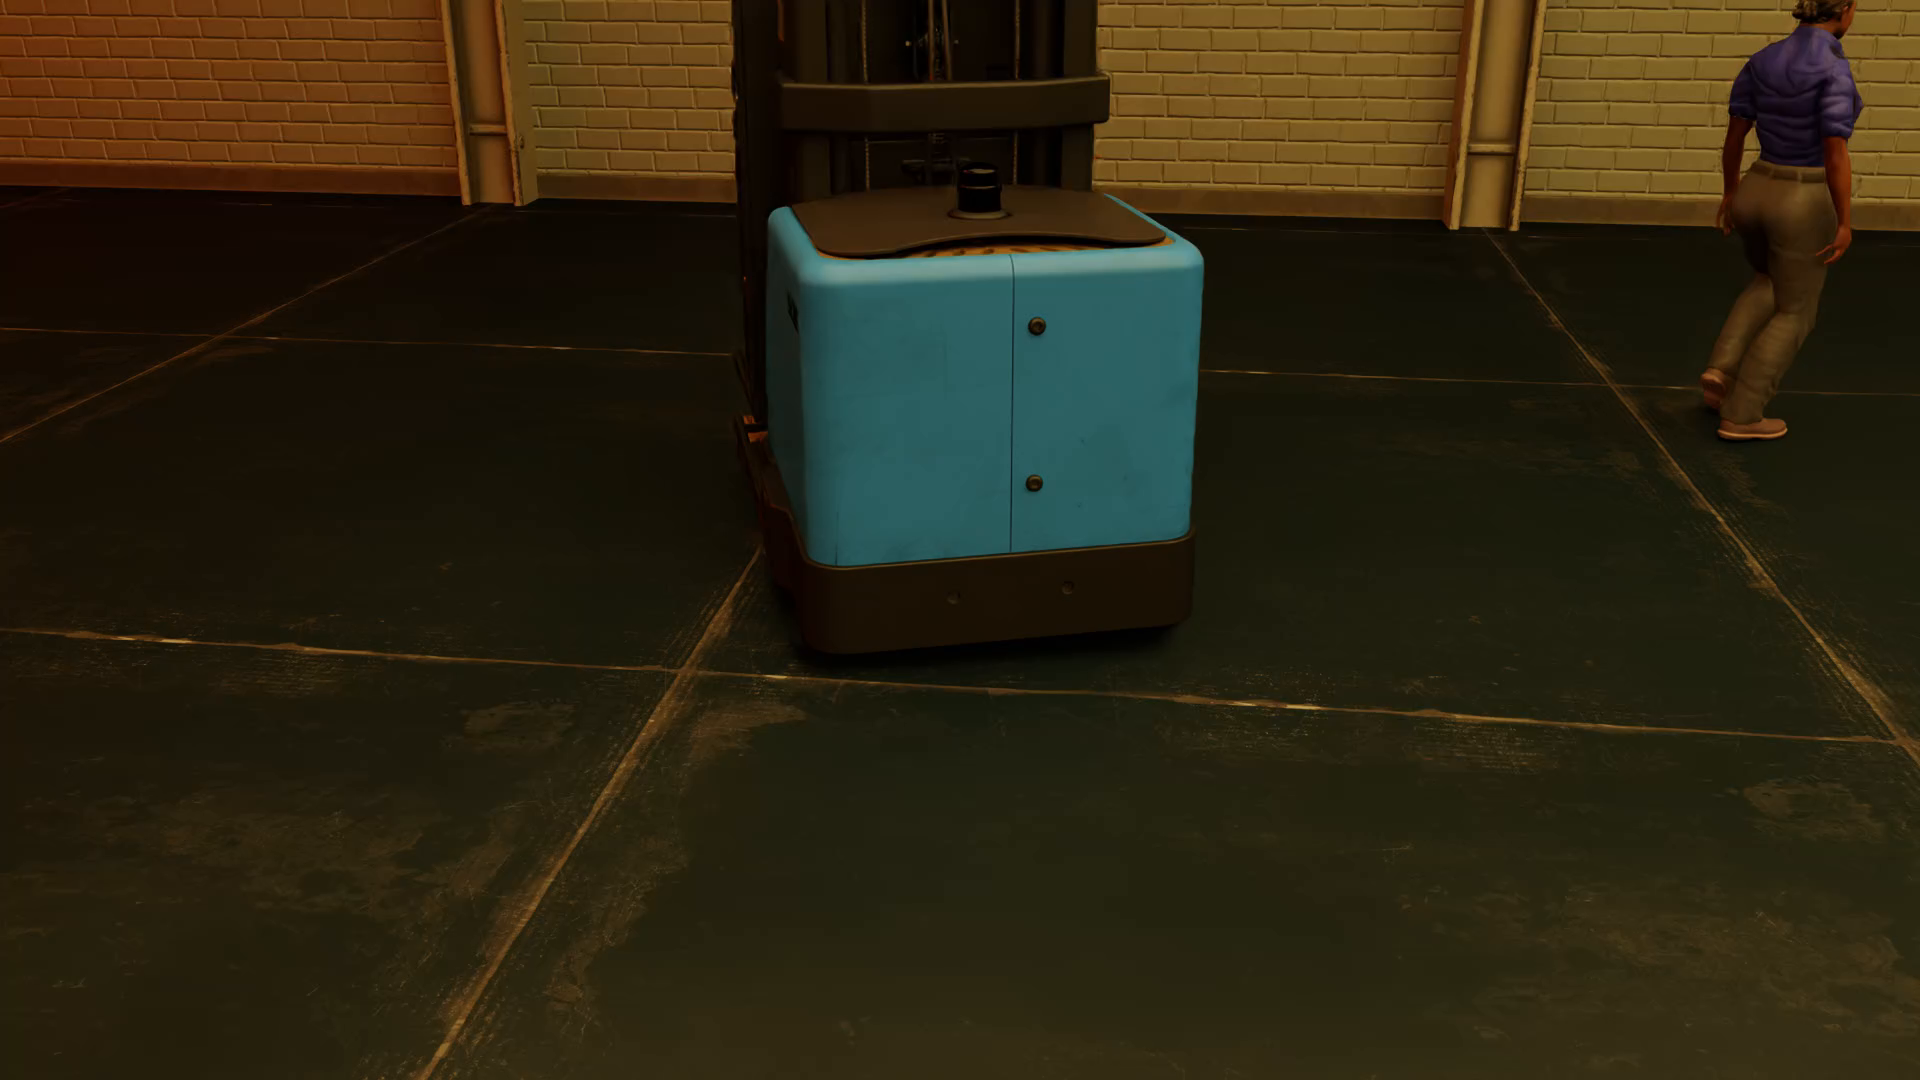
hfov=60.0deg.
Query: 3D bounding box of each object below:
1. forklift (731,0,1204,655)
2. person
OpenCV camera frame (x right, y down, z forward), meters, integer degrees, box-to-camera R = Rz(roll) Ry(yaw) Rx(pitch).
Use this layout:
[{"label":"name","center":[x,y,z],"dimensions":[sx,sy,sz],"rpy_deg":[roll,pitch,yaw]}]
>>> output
[{"label":"forklift","center":[-0.182,-1.585,5.189],"dimensions":[1.130,2.935,3.031],"rpy_deg":[-5,22,-11]},{"label":"person","center":[2.969,-1.166,5.914],"dimensions":[0.464,1.661,0.561],"rpy_deg":[-8,23,-19]}]
